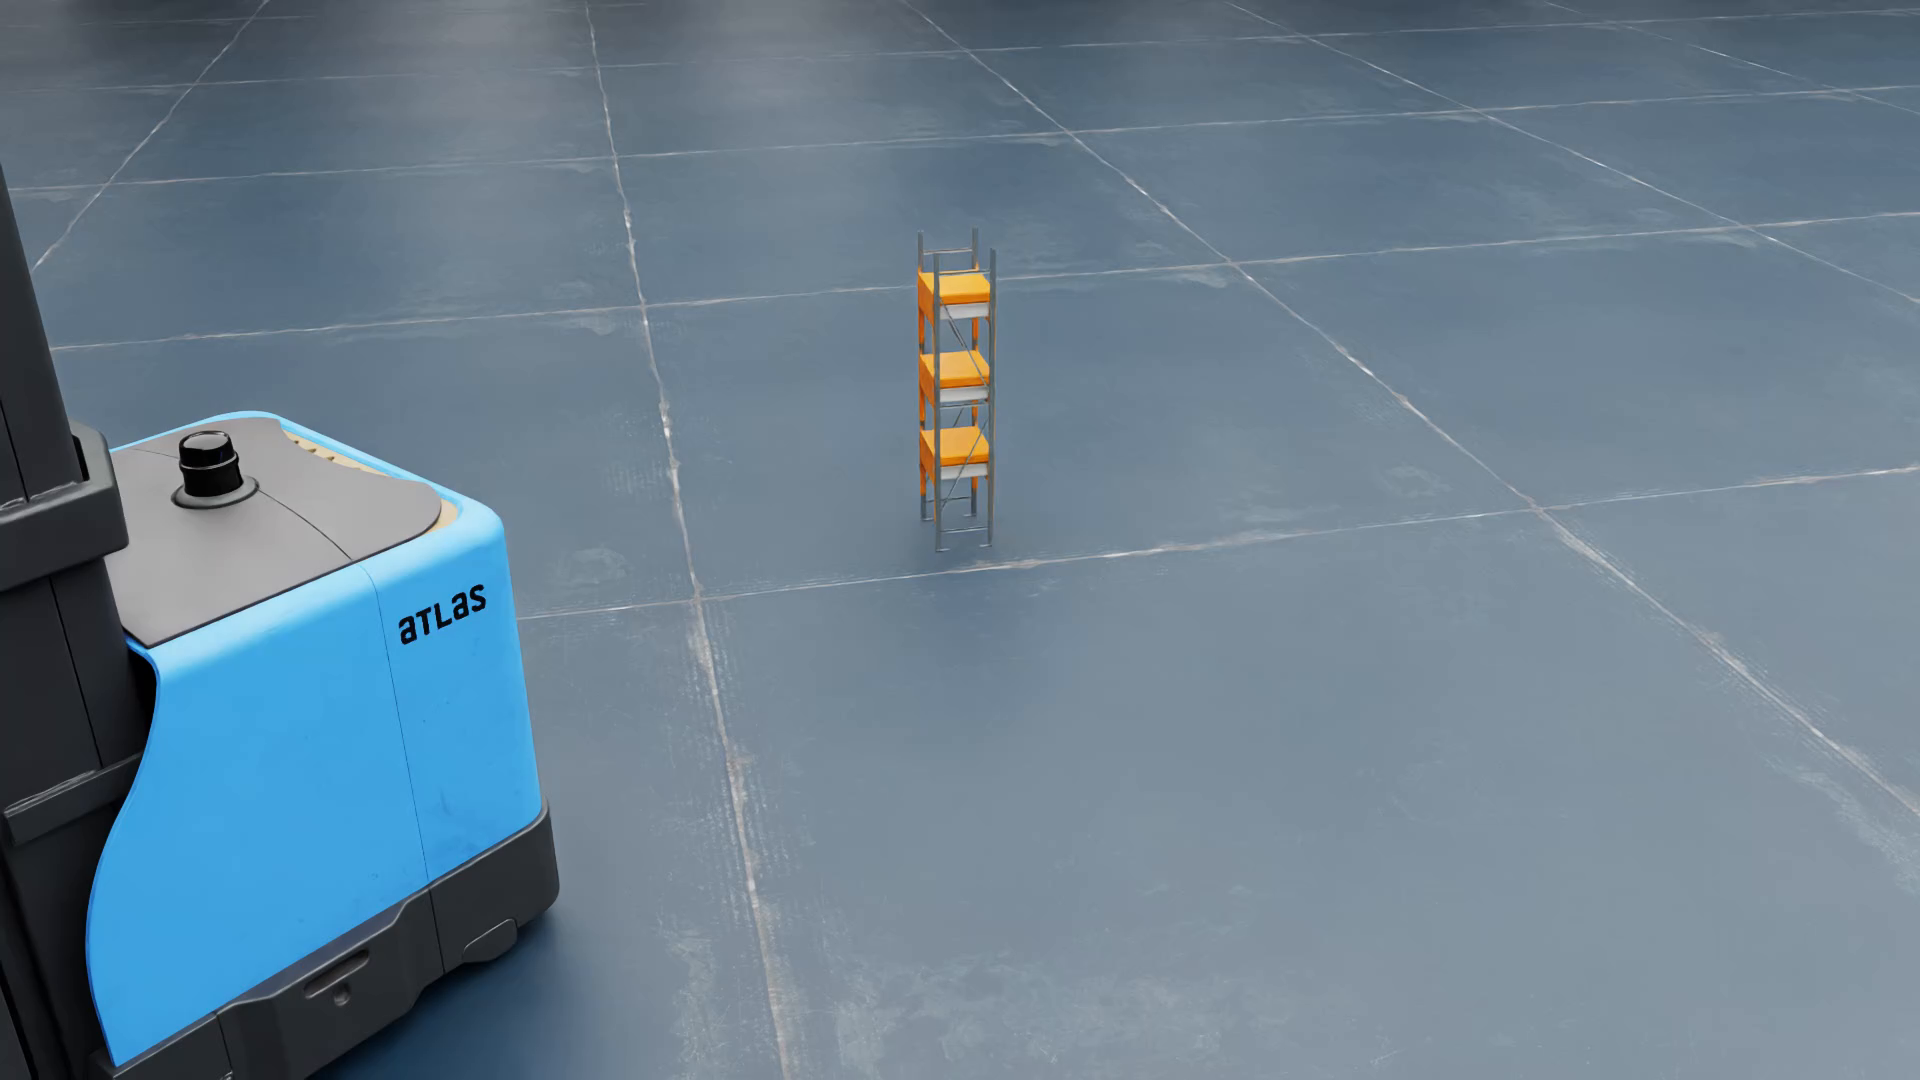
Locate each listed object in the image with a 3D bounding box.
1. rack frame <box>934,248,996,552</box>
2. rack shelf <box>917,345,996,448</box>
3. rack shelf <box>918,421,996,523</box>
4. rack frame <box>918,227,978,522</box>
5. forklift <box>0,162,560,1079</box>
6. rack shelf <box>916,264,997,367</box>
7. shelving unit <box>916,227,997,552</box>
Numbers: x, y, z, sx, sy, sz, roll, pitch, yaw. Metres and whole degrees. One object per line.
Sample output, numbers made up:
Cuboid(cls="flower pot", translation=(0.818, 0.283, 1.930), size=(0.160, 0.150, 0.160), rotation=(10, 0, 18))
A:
Cuboid(cls="rack frame", translation=(0.015, -0.439, 5.454), size=(0.200, 1.050, 0.008), rotation=(-6, 27, -12))
Cuboid(cls="rack shelf", translation=(-0.012, -0.483, 5.565), size=(0.215, 0.259, 0.240), rotation=(-6, 27, -12))
Cuboid(cls="rack shelf", translation=(-0.012, -0.235, 5.690), size=(0.215, 0.259, 0.240), rotation=(-6, 27, -12))
Cuboid(cls="rack frame", translation=(-0.040, -0.546, 5.666), size=(0.200, 1.050, 0.008), rotation=(-6, 27, -12))
Cuboid(cls="forklift", translation=(-2.258, -0.028, 2.552), size=(1.130, 2.935, 3.031), rotation=(20, 33, 34))
Cuboid(cls="rack shelf", translation=(-0.012, -0.736, 5.437), size=(0.215, 0.259, 0.240), rotation=(-6, 27, -12))
Cuboid(cls="shelving unit", translation=(-0.012, -0.492, 5.560), size=(0.215, 1.050, 0.252), rotation=(-6, 27, -12))
